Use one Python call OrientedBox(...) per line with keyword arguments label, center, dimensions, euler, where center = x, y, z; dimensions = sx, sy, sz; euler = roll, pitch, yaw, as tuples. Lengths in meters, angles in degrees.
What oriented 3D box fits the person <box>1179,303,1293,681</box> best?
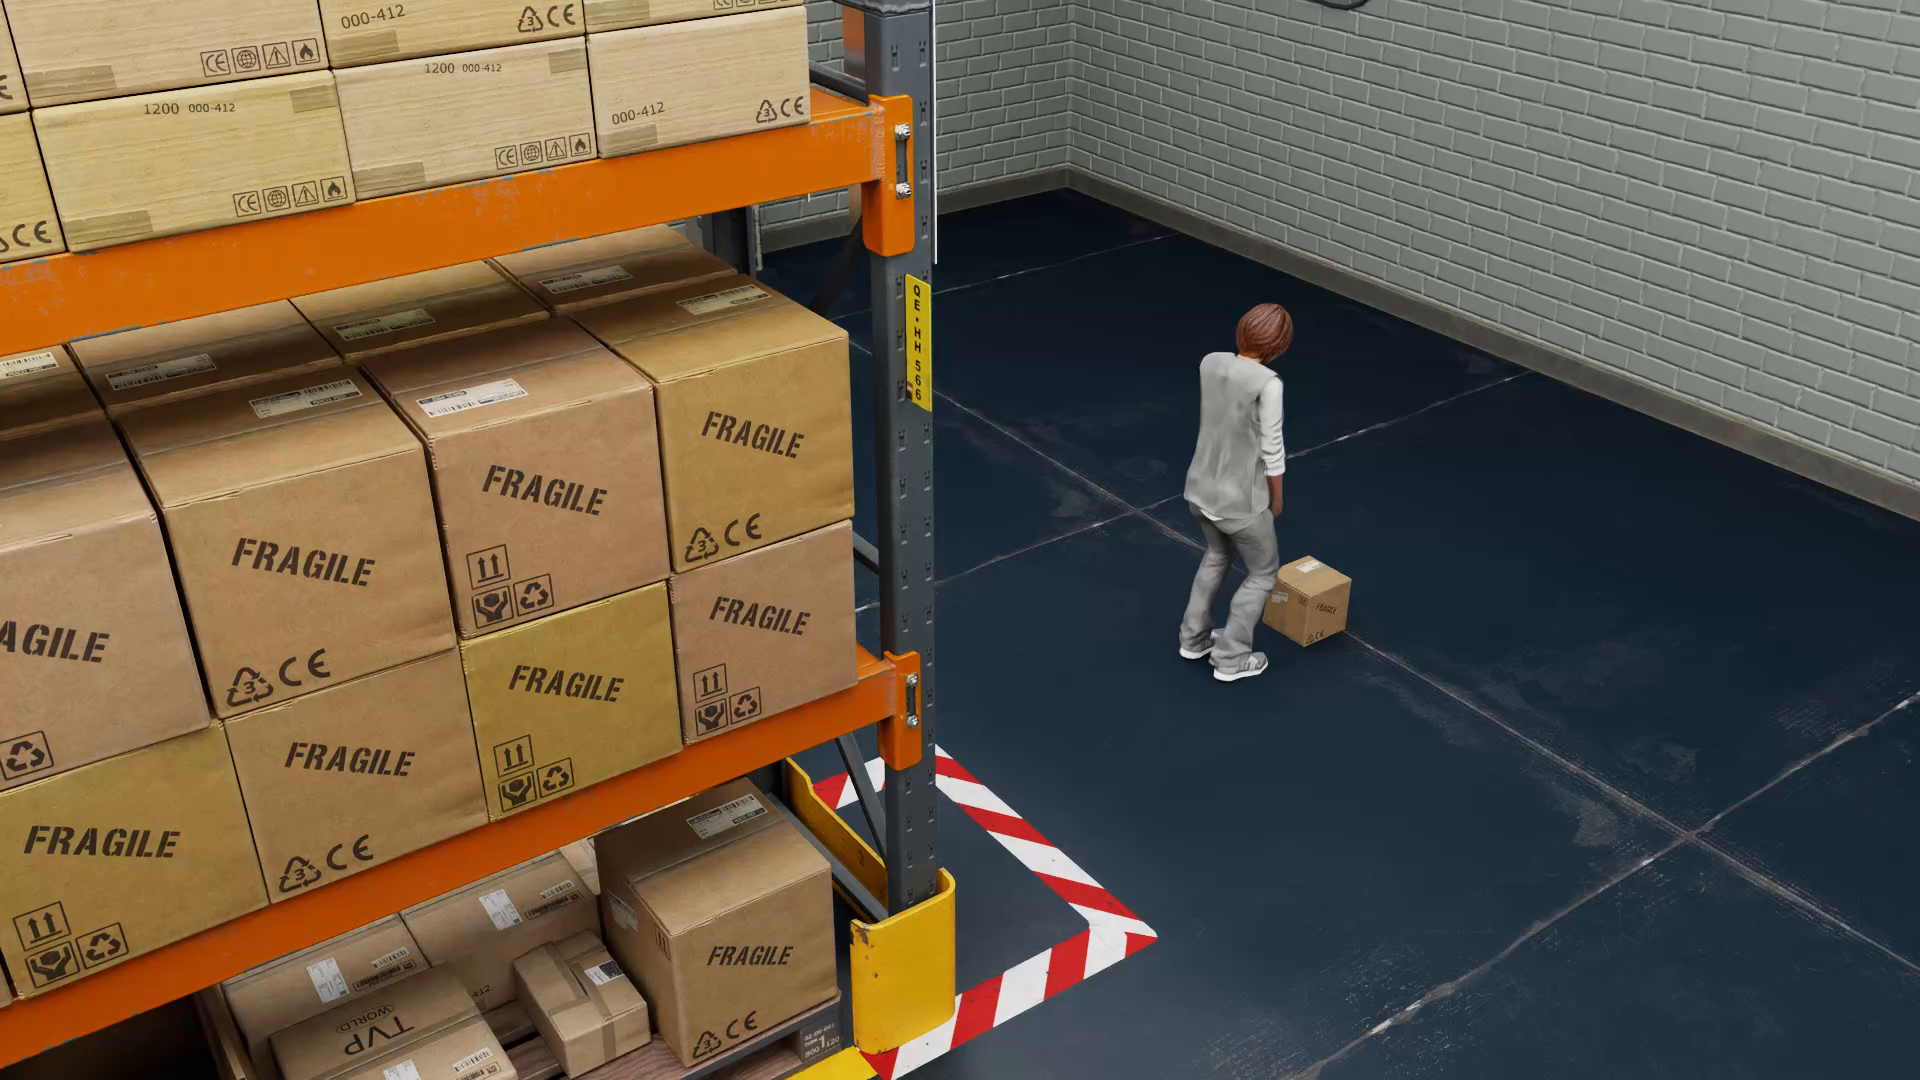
OrientedBox(label="person", center=(1.074, -0.173, 6.535), dimensions=(0.418, 1.523, 0.433), euler=(-18, 34, -29))
